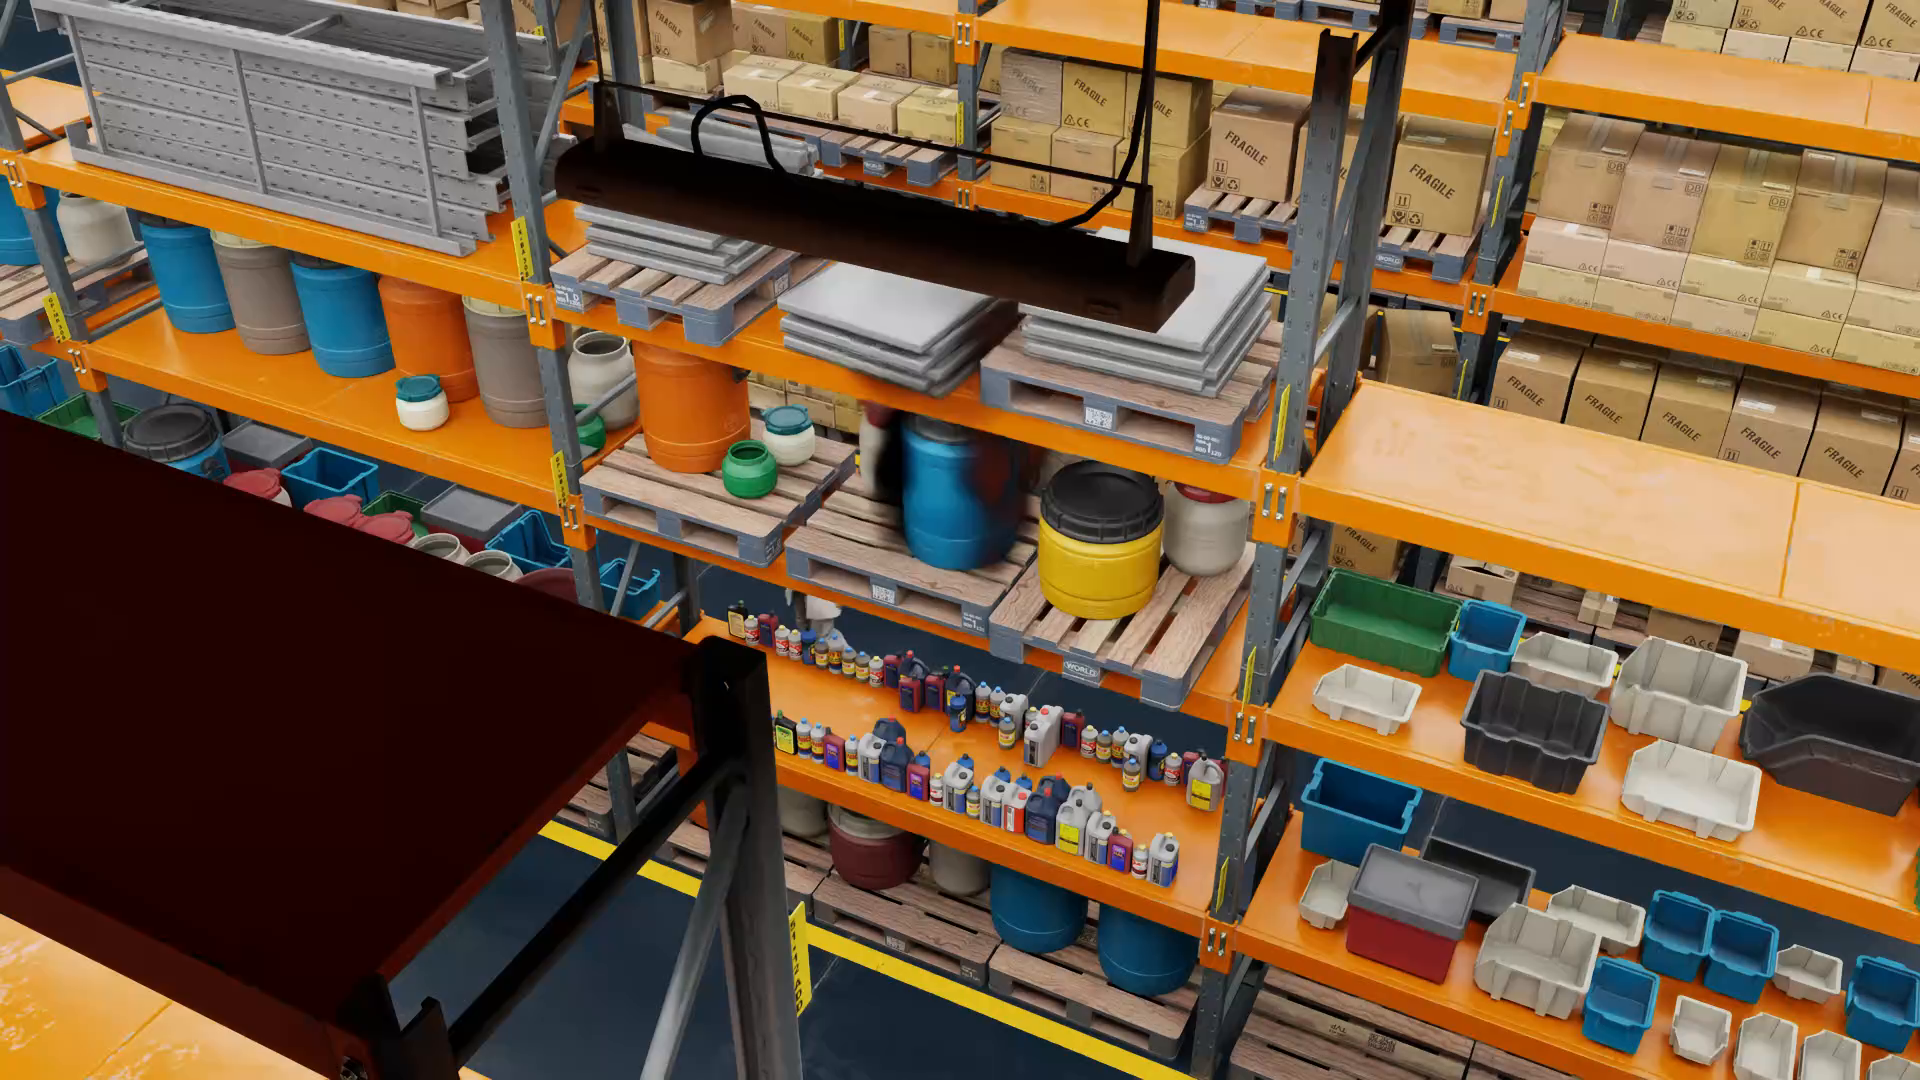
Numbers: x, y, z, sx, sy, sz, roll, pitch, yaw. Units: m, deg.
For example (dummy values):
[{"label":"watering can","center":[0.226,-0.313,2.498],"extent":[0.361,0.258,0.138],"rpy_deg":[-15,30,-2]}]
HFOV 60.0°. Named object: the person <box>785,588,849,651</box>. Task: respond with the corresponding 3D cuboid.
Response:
[{"label":"person","center":[-1.069,0.282,11.932],"extent":[0.654,1.818,0.445],"rpy_deg":[28,43,33]}]
